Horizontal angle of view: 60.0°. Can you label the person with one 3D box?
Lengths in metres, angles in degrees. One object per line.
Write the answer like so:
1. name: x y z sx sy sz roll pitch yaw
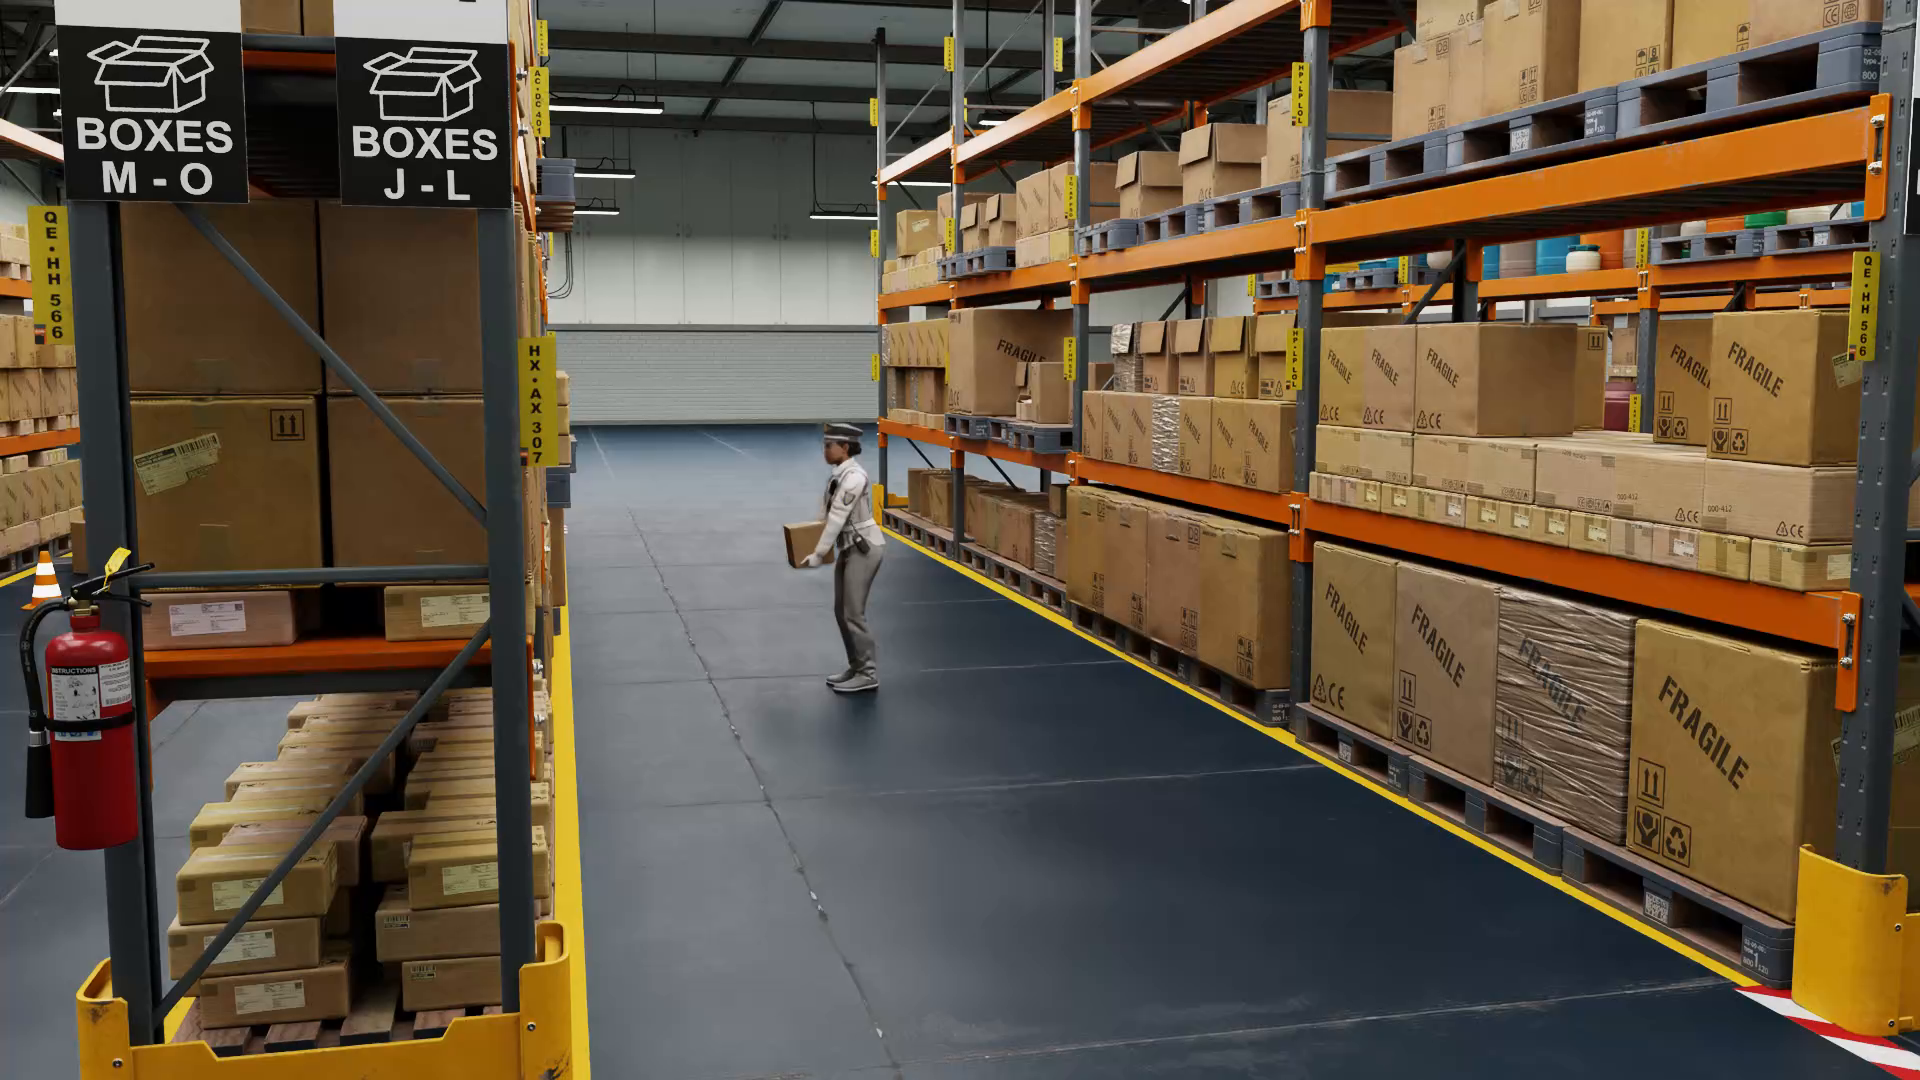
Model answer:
1. person: -0.735 0.103 10.284 0.541 1.663 0.414 -2 6 -15
